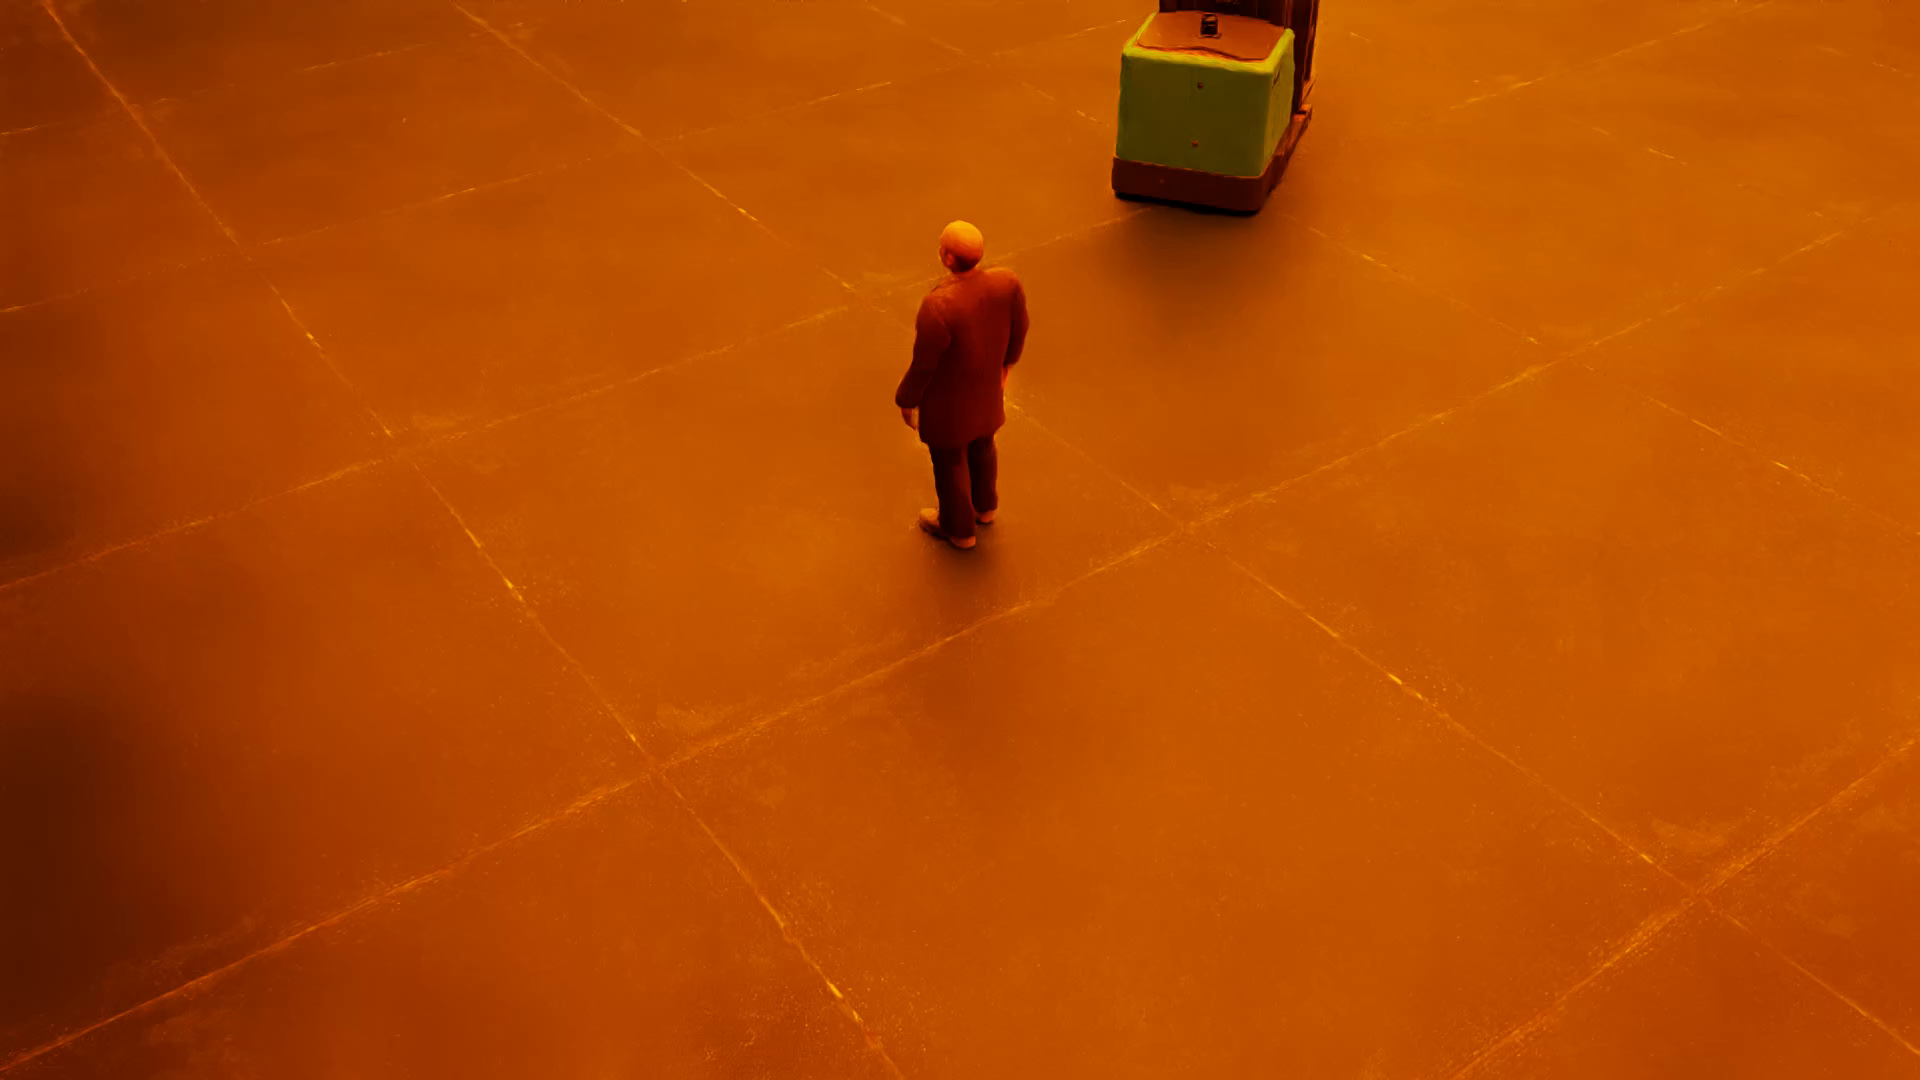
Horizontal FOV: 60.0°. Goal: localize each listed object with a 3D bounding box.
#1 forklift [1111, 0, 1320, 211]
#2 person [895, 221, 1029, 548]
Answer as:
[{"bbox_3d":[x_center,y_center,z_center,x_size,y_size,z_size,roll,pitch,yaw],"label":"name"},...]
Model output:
[{"bbox_3d":[2.047,-4.294,11.752,1.130,2.935,3.031,12,38,16],"label":"forklift"},{"bbox_3d":[-0.049,-0.767,7.939,0.694,1.776,0.580,-23,42,-28],"label":"person"}]
